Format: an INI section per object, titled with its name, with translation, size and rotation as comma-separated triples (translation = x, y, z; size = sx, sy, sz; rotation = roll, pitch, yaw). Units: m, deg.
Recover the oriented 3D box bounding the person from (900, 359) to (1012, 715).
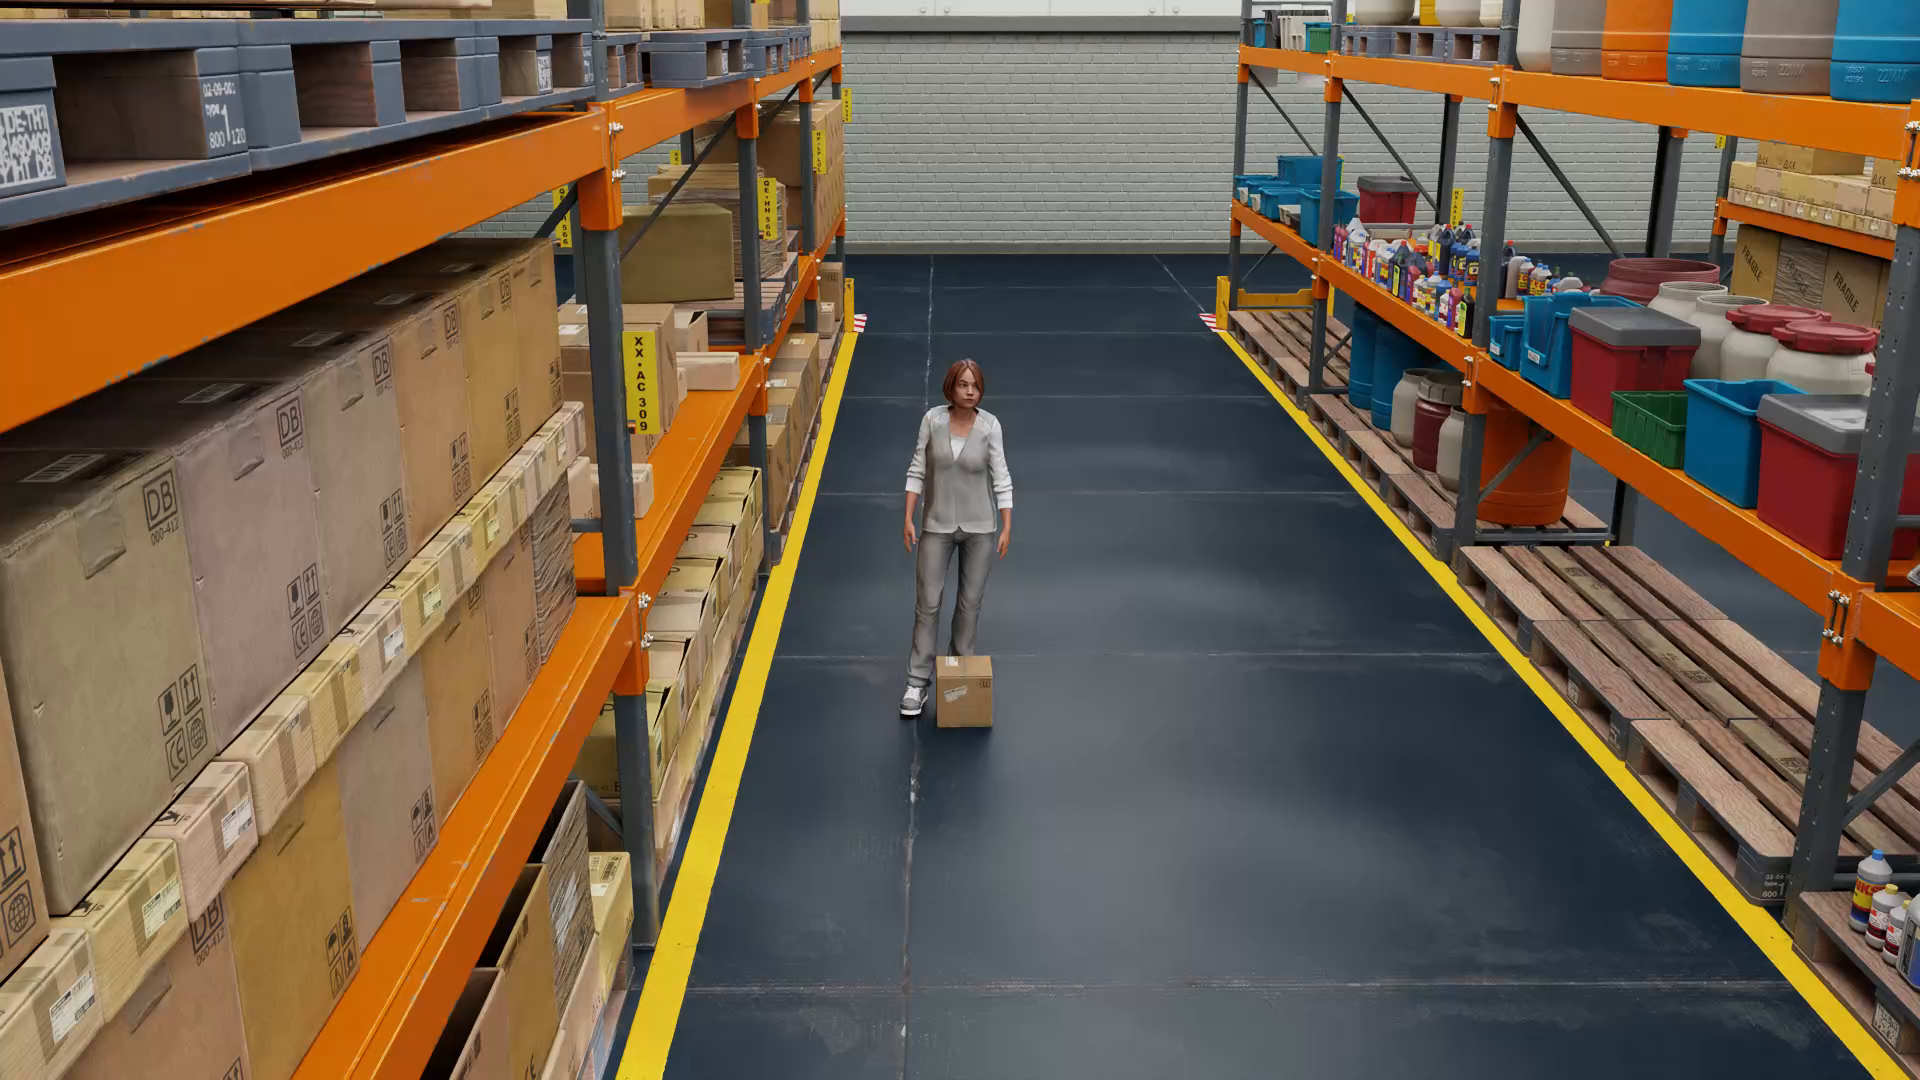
[person]
translation = -0.019, -0.014, 7.578
size = 0.520, 1.597, 0.476
rotation = 0, 17, 0
